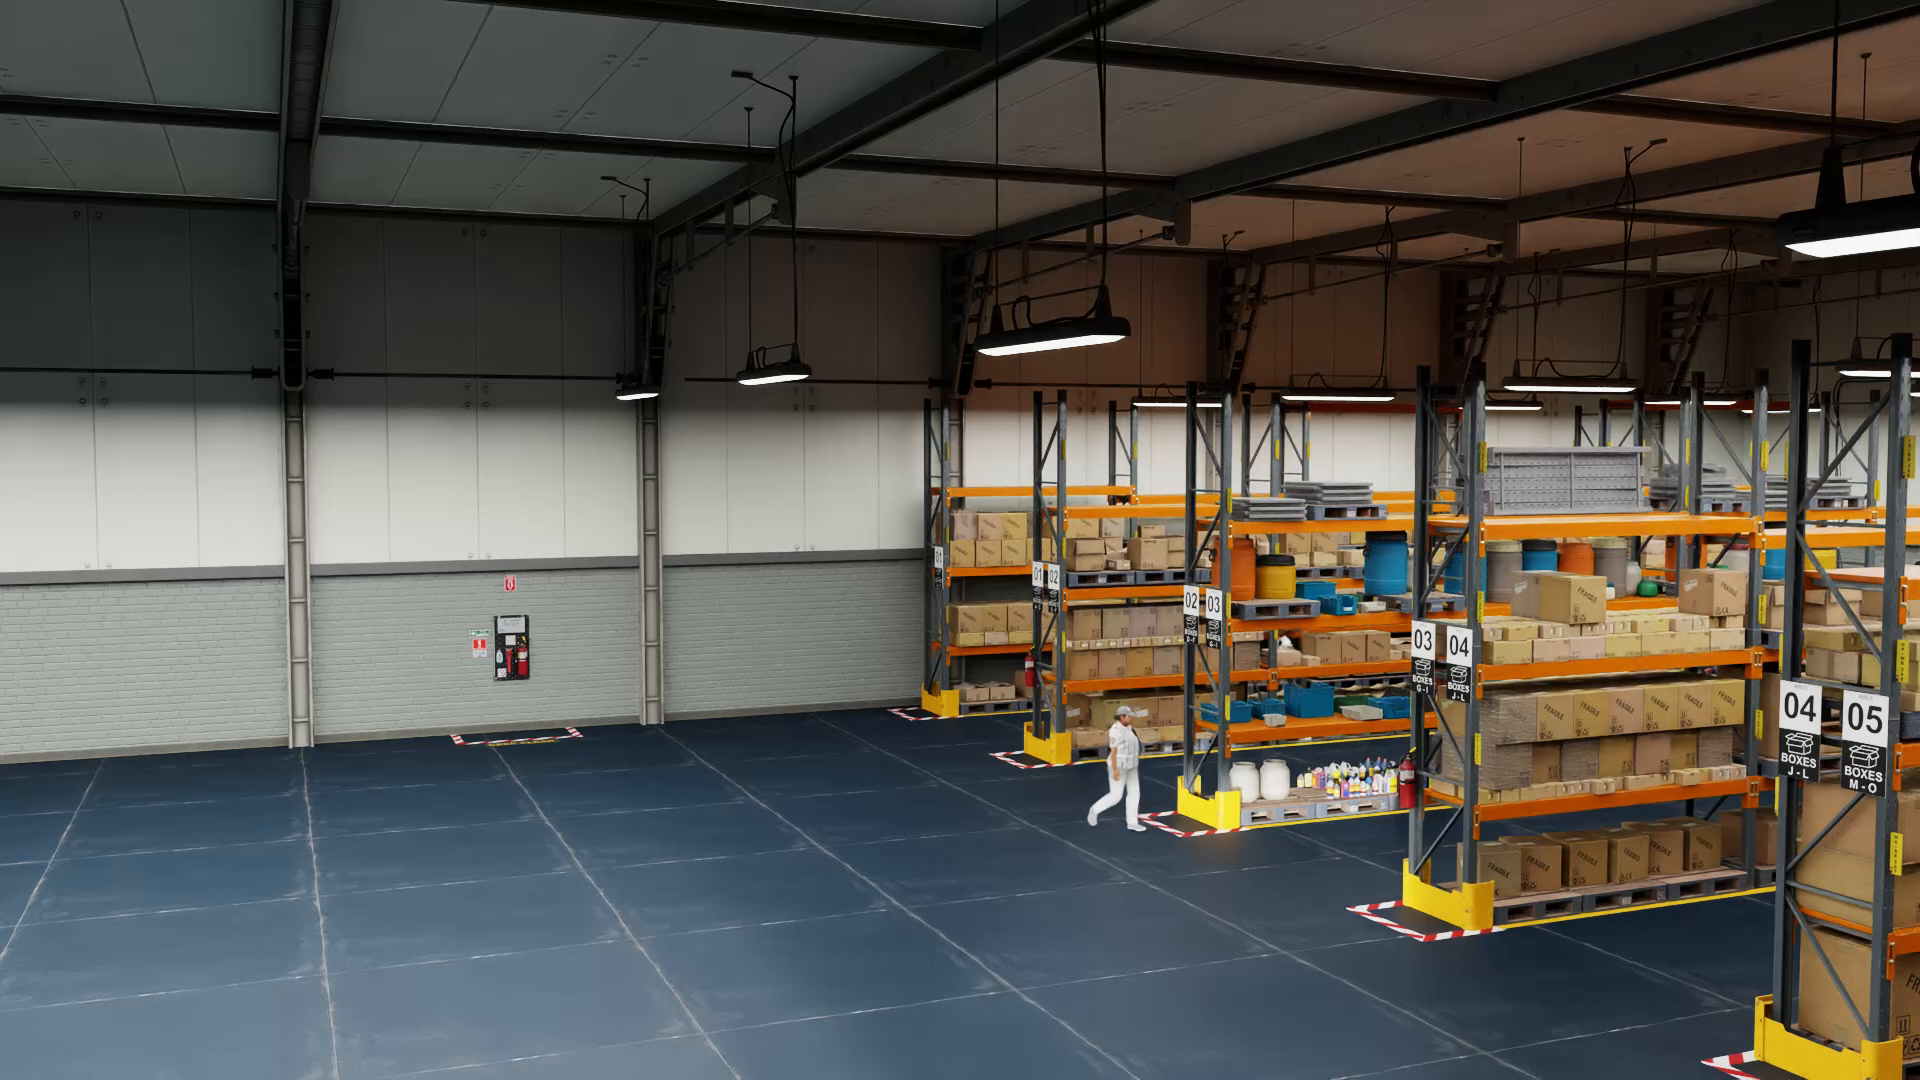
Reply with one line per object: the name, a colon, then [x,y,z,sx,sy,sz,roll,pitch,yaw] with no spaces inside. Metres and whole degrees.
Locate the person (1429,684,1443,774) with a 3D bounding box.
person: [7.474,2.877,25.464,0.931,1.539,0.496,3,4,40]

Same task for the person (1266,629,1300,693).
person: [6.236,2.426,32.268,1.058,1.626,0.457,-2,4,-31]

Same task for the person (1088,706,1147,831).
person: [2.120,3.022,22.107,0.743,1.646,0.530,3,4,39]
